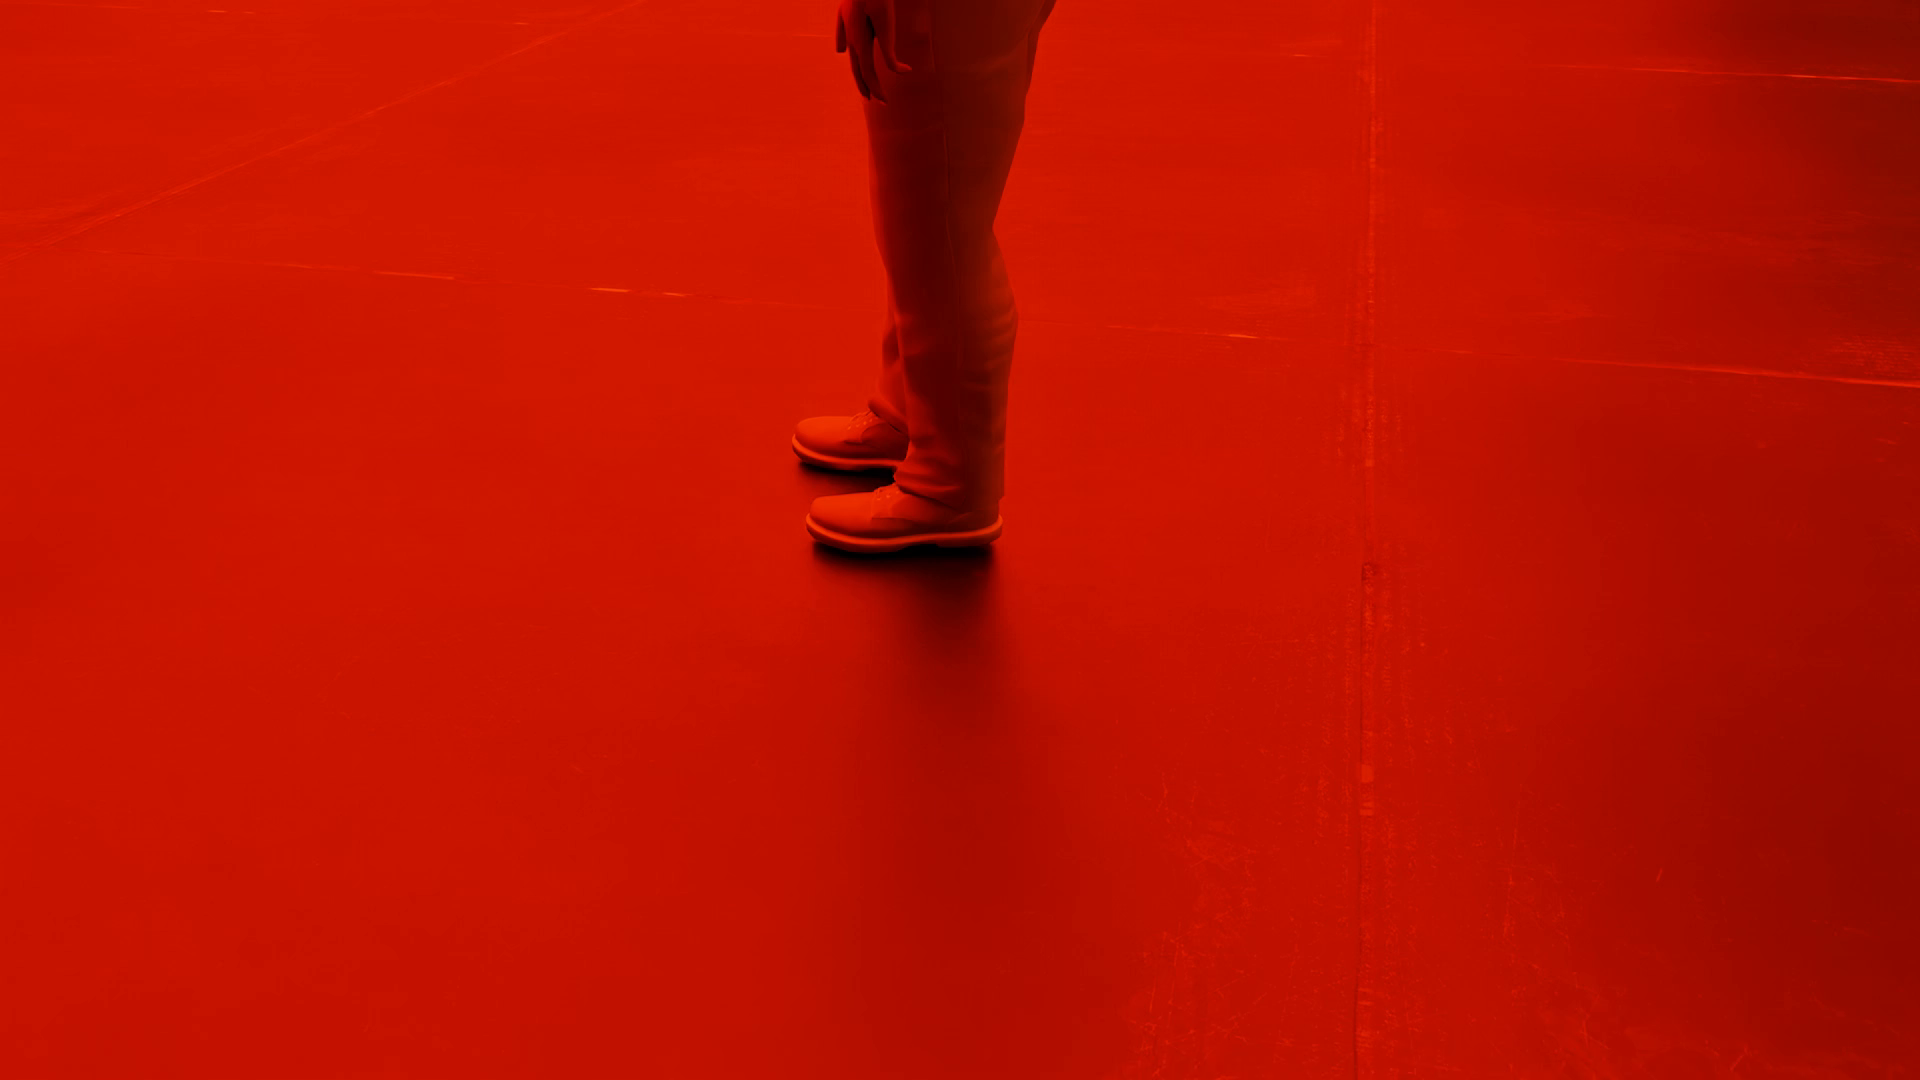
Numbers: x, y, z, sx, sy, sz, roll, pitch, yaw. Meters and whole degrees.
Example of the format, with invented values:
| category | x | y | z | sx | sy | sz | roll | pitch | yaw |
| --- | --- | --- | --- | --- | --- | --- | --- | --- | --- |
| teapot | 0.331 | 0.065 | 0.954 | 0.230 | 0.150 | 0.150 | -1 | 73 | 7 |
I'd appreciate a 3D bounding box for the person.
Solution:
| category | x | y | z | sx | sy | sz | roll | pitch | yaw |
| --- | --- | --- | --- | --- | --- | --- | --- | --- | --- |
| person | -0.069 | -0.779 | 2.147 | 0.528 | 1.695 | 0.569 | 6 | 27 | 11 |
